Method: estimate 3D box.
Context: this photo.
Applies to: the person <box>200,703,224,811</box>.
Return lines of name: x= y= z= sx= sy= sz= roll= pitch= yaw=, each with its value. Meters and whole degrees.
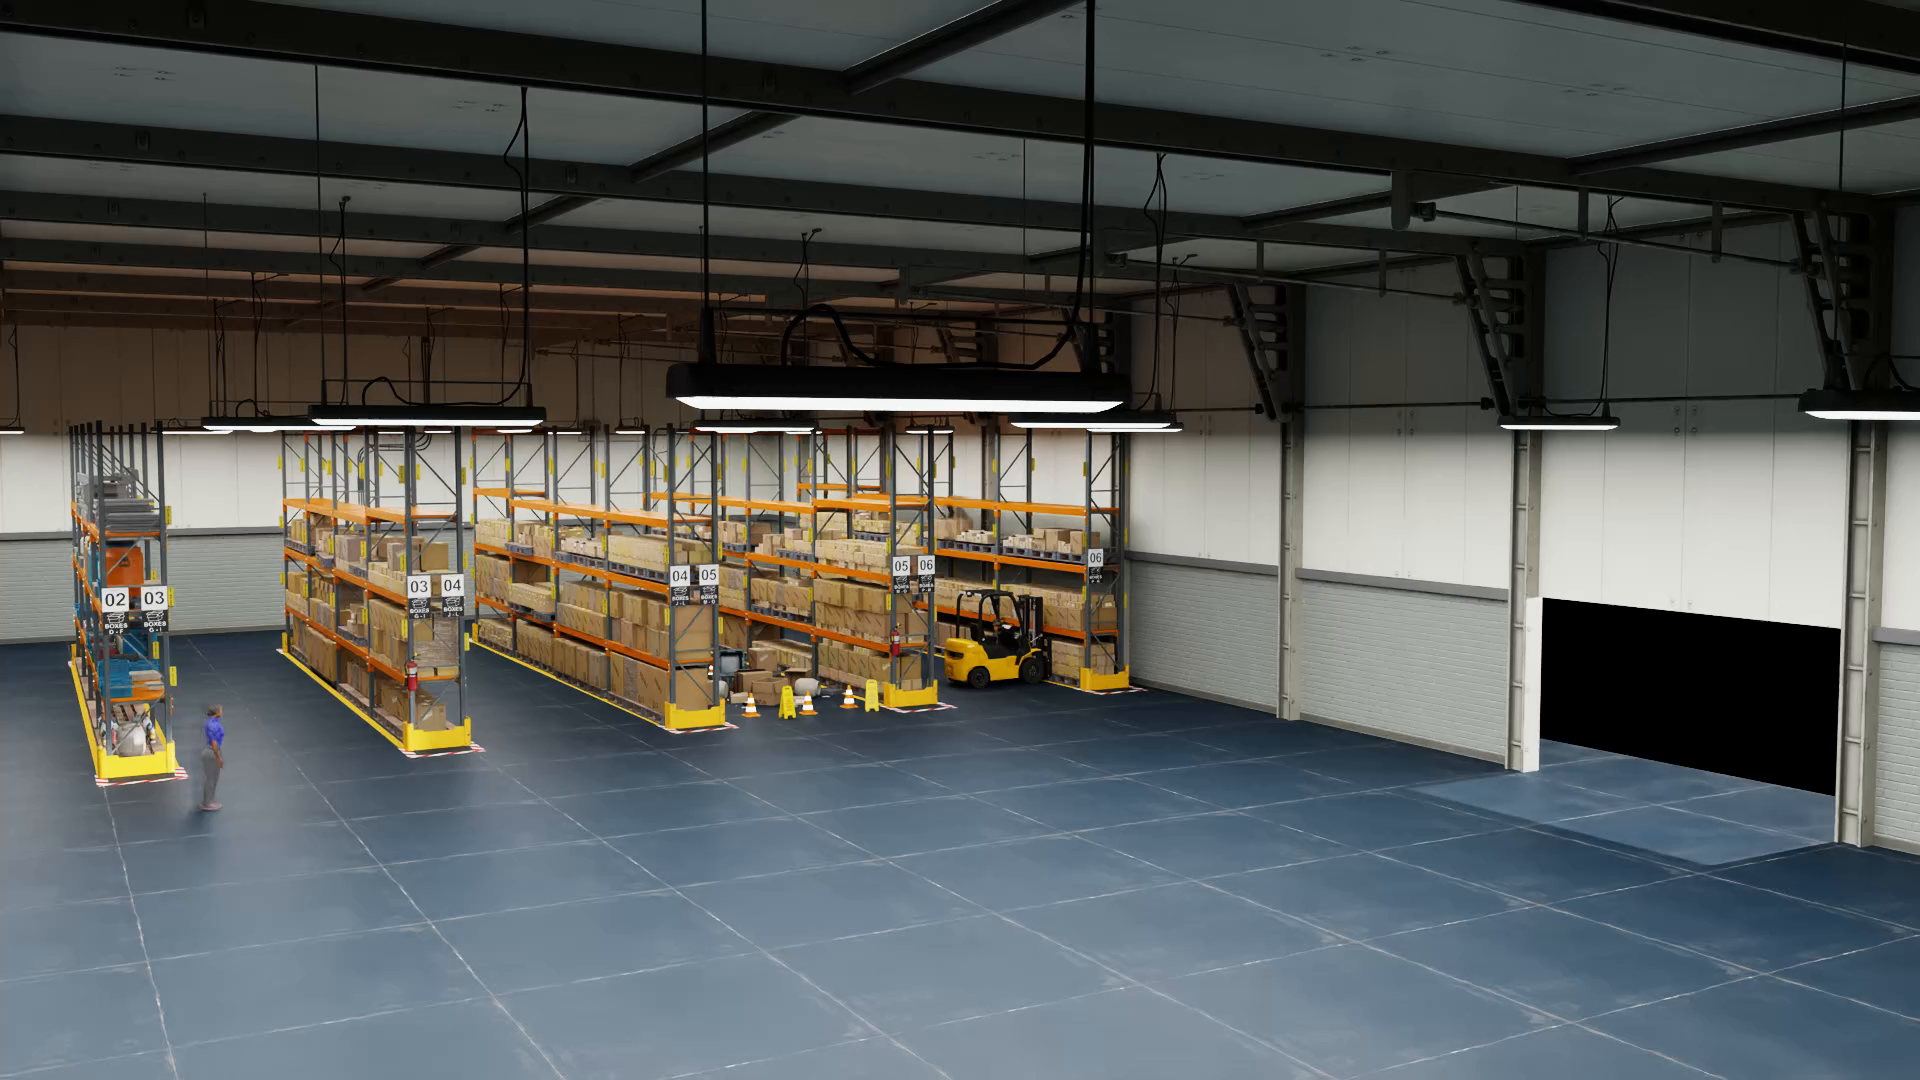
person: x=-11.500 y=3.323 z=25.564 sx=0.386 sy=1.657 sz=0.498 roll=-1 pitch=4 yaw=-17

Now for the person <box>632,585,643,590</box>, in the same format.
person: x=-10.048 y=1.596 z=52.583 sx=0.627 sy=1.786 sz=0.545 roll=-1 pitch=4 yaw=-17
